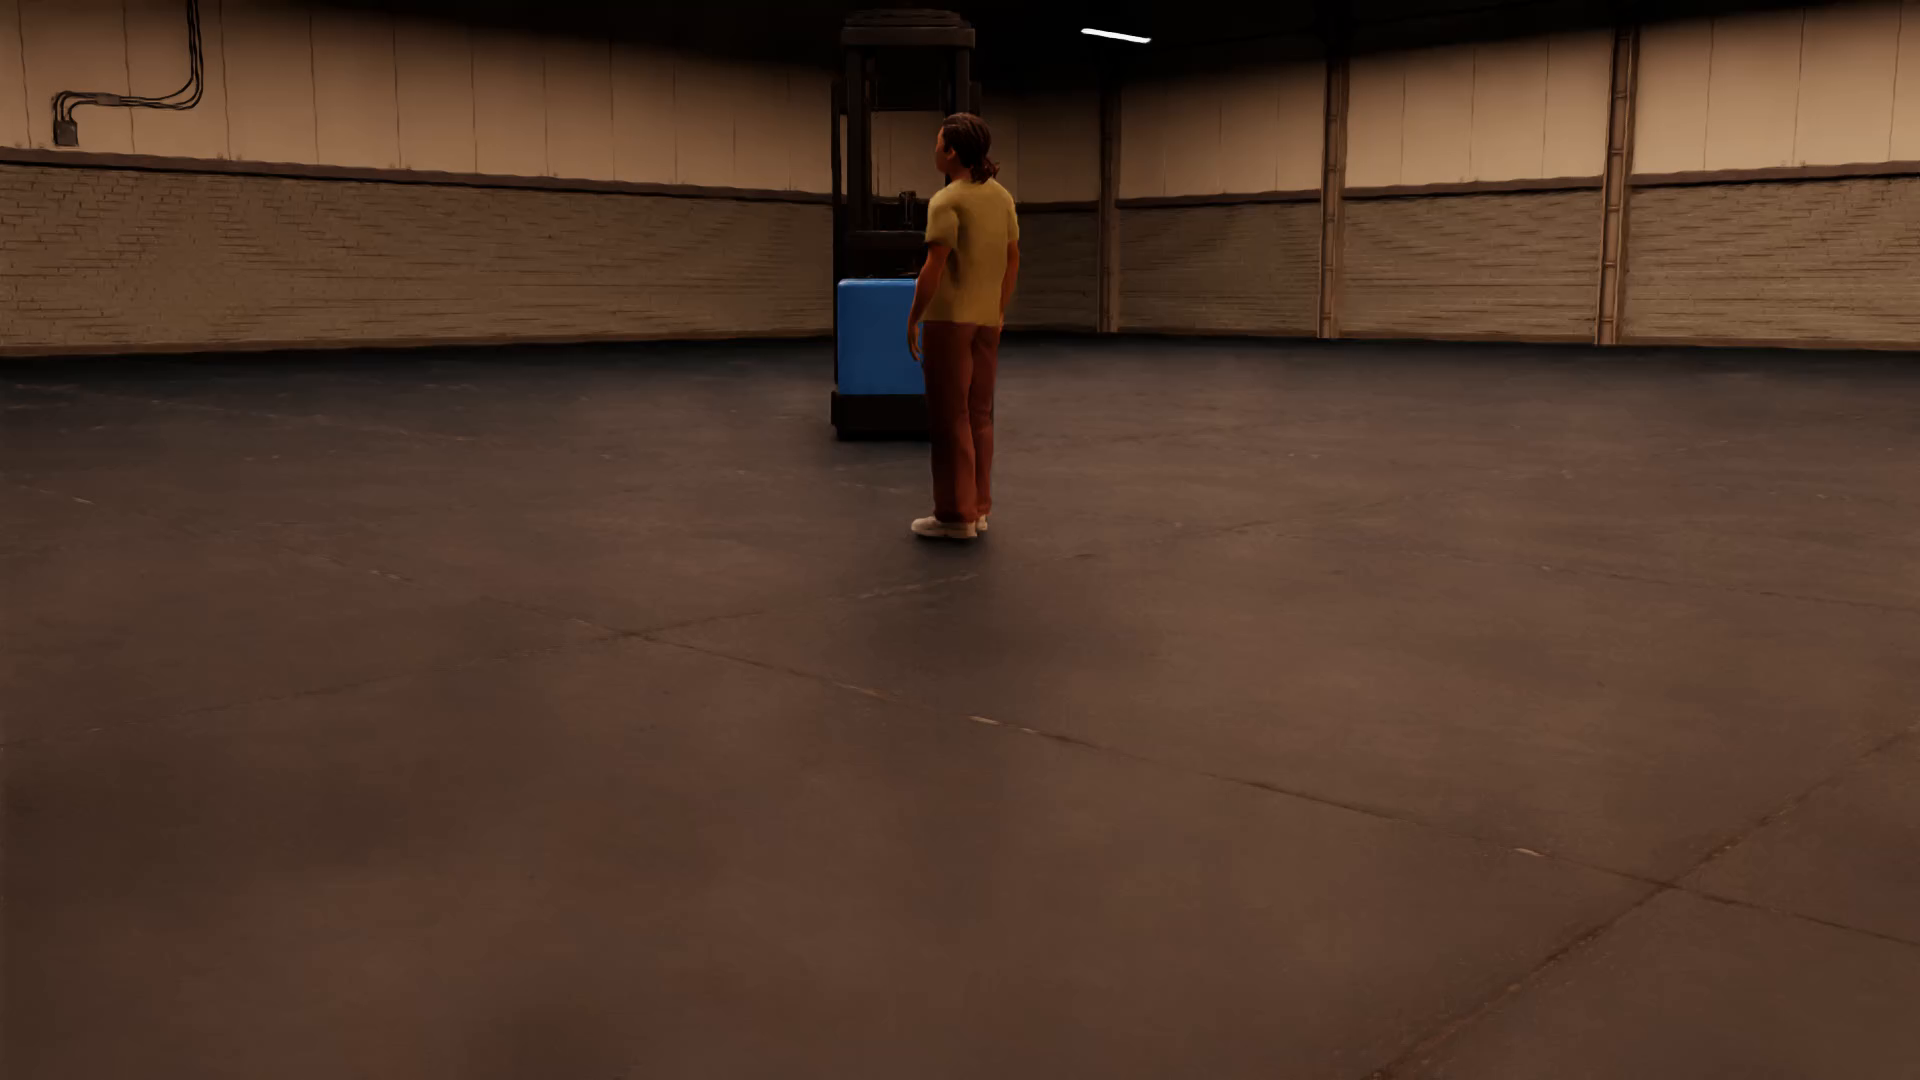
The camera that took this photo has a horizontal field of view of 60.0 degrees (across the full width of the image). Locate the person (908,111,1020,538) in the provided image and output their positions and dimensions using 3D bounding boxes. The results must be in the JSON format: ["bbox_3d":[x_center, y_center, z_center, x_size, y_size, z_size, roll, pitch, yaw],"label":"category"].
[{"bbox_3d":[-0.053,-0.839,6.658,0.526,1.660,0.554,8,12,43],"label":"person"}]

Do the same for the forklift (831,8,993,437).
[{"bbox_3d":[-0.408,-2.339,12.410,1.130,2.935,3.031,-1,9,-4],"label":"forklift"}]
